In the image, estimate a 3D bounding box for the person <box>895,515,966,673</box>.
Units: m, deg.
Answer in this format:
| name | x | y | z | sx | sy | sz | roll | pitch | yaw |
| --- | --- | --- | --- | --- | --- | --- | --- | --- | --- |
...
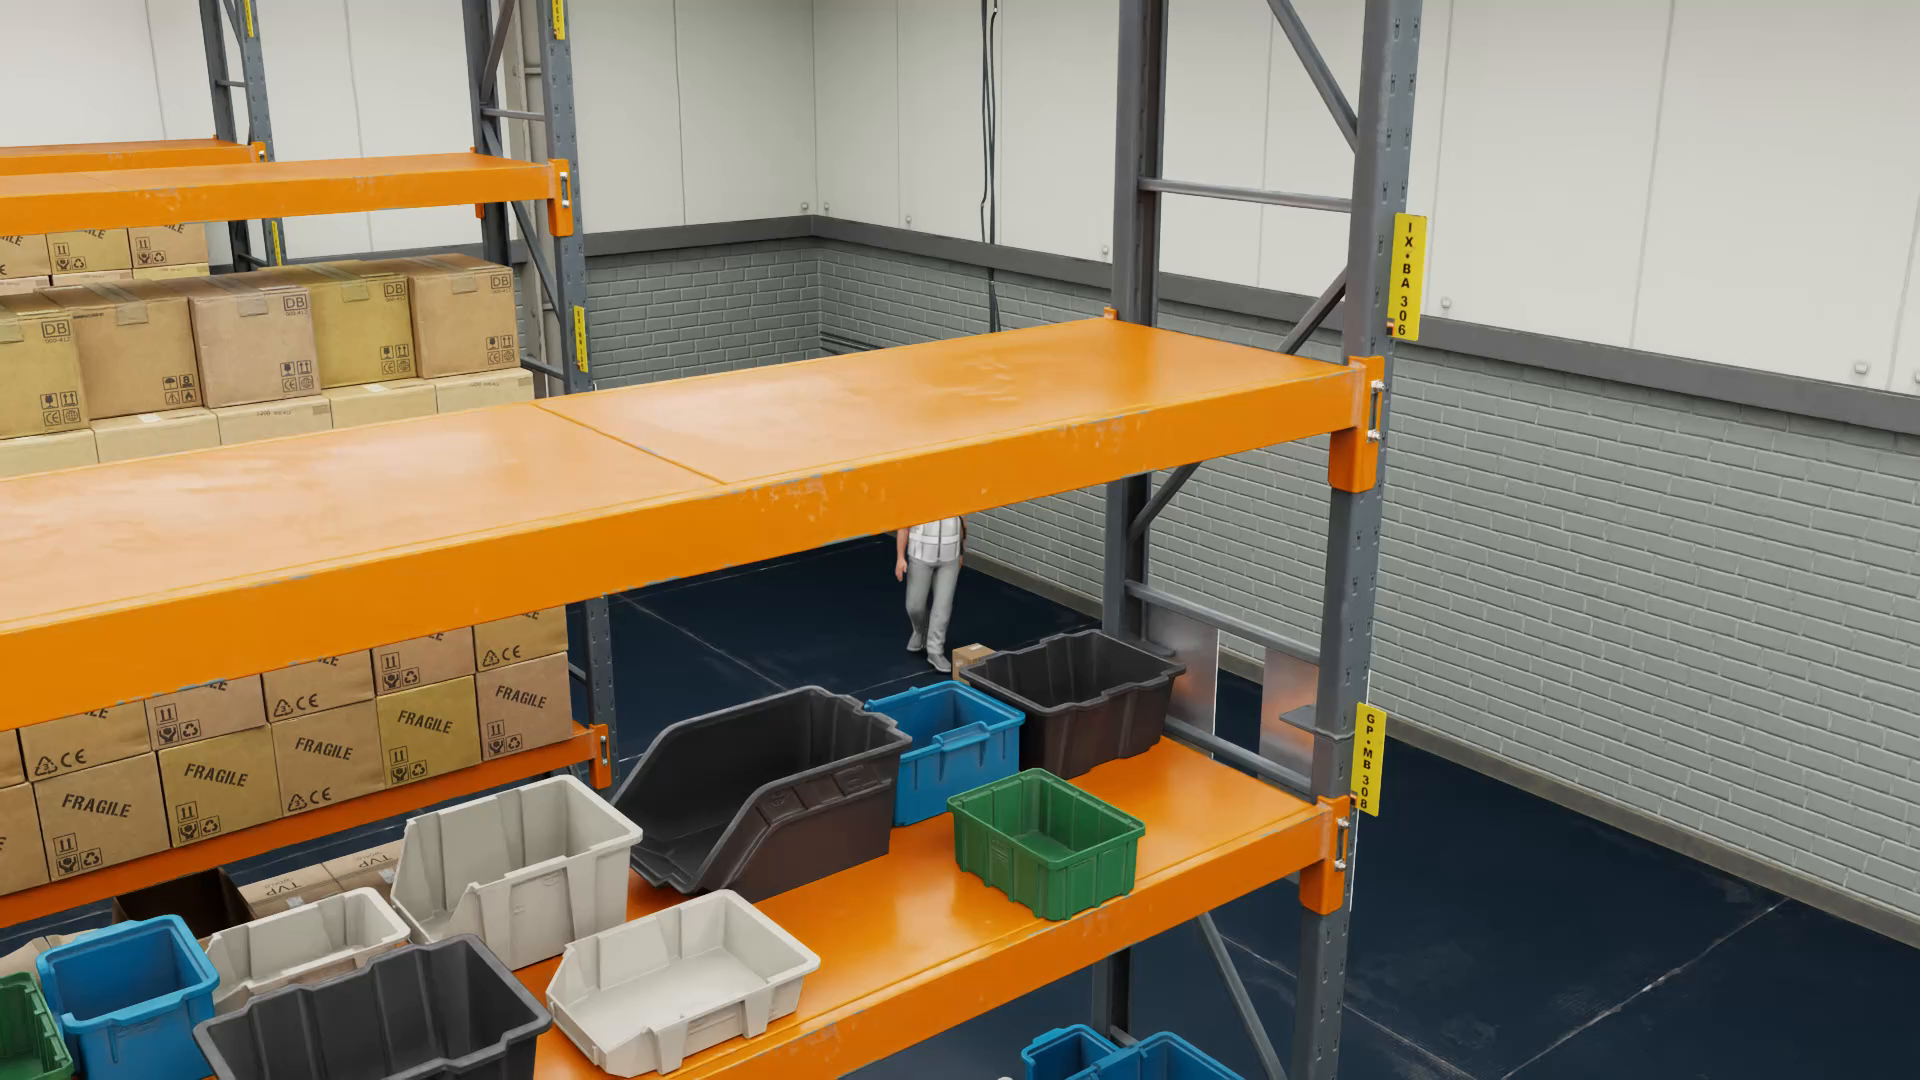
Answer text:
| name | x | y | z | sx | sy | sz | roll | pitch | yaw |
| --- | --- | --- | --- | --- | --- | --- | --- | --- | --- |
| person | -0.226 | 0.142 | 13.188 | 0.608 | 1.741 | 0.662 | -4 | 18 | -12 |
